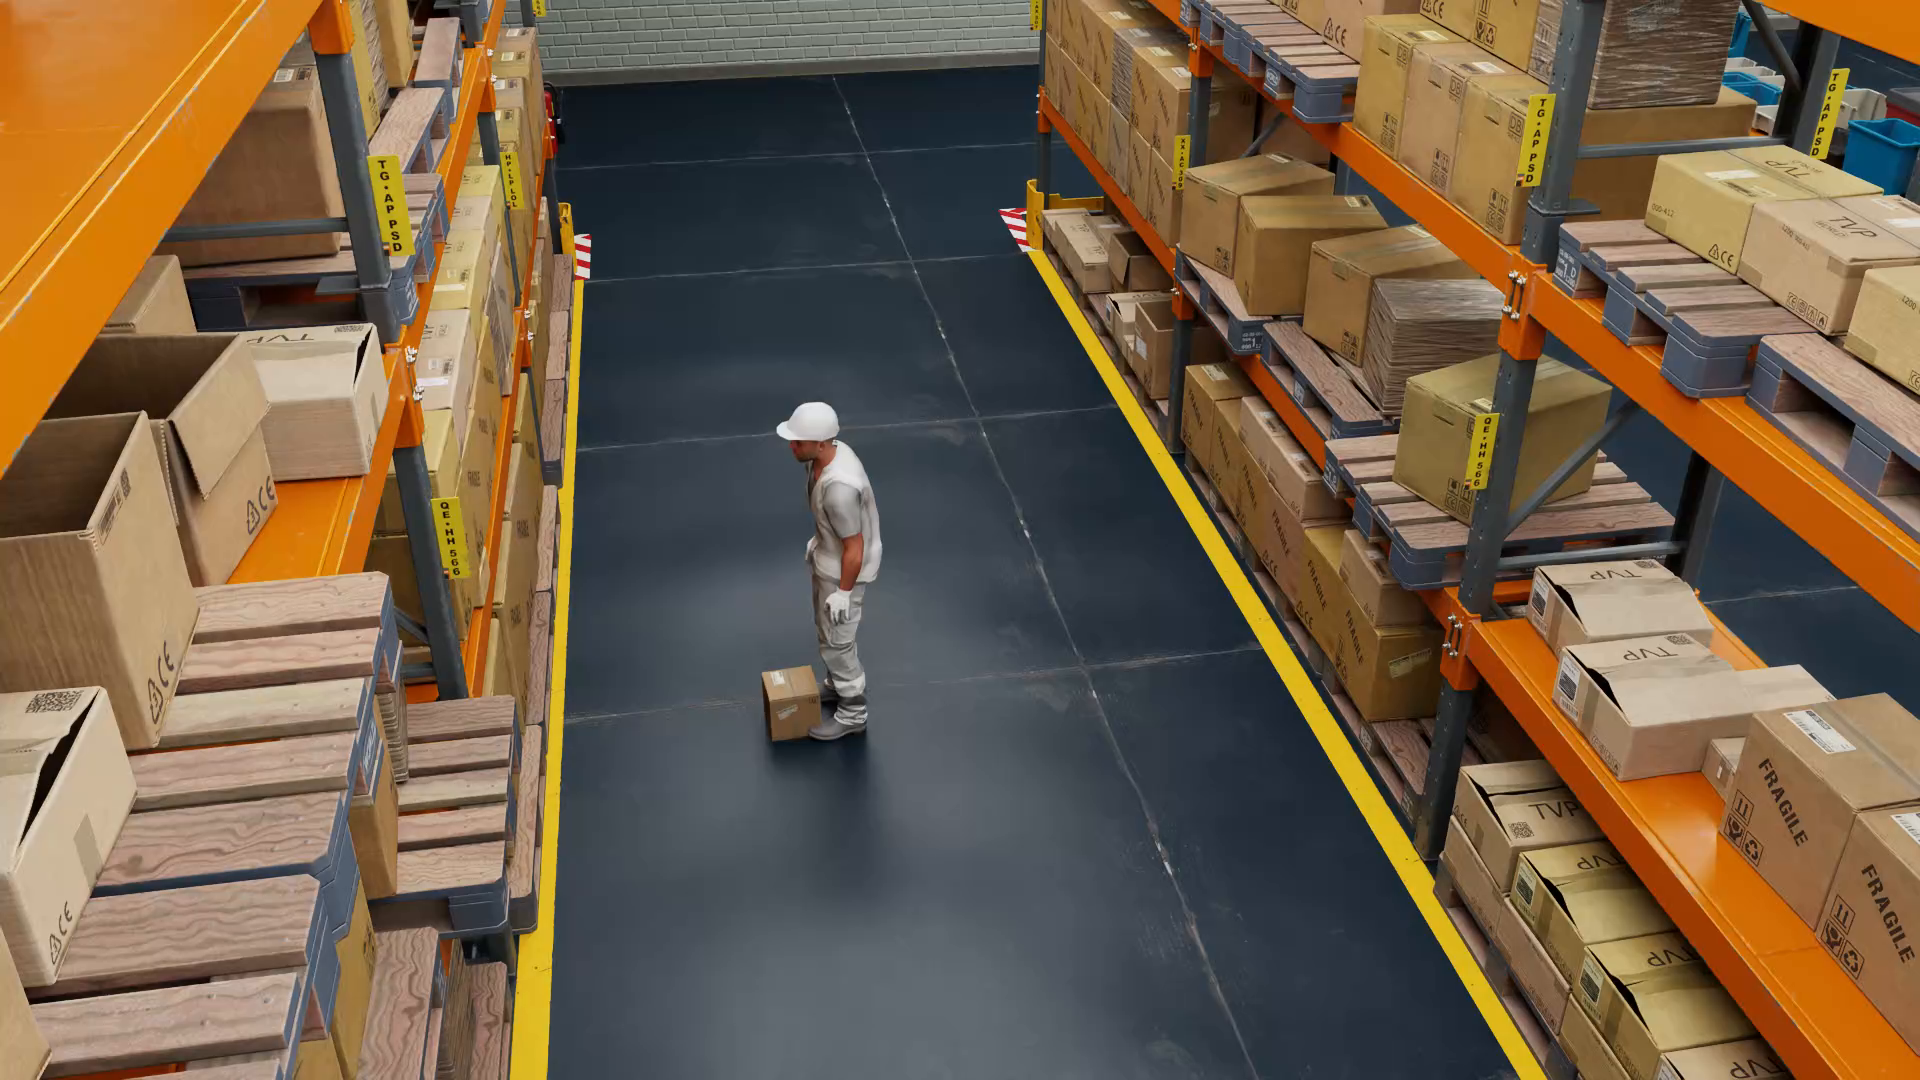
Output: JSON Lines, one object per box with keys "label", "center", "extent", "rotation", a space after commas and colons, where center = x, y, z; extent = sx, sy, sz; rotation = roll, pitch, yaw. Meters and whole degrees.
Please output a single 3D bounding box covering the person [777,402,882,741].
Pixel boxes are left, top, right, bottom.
{"label": "person", "center": [-0.607, 0.138, 7.890], "extent": [0.453, 1.778, 0.616], "rotation": [-7, 31, -12]}
